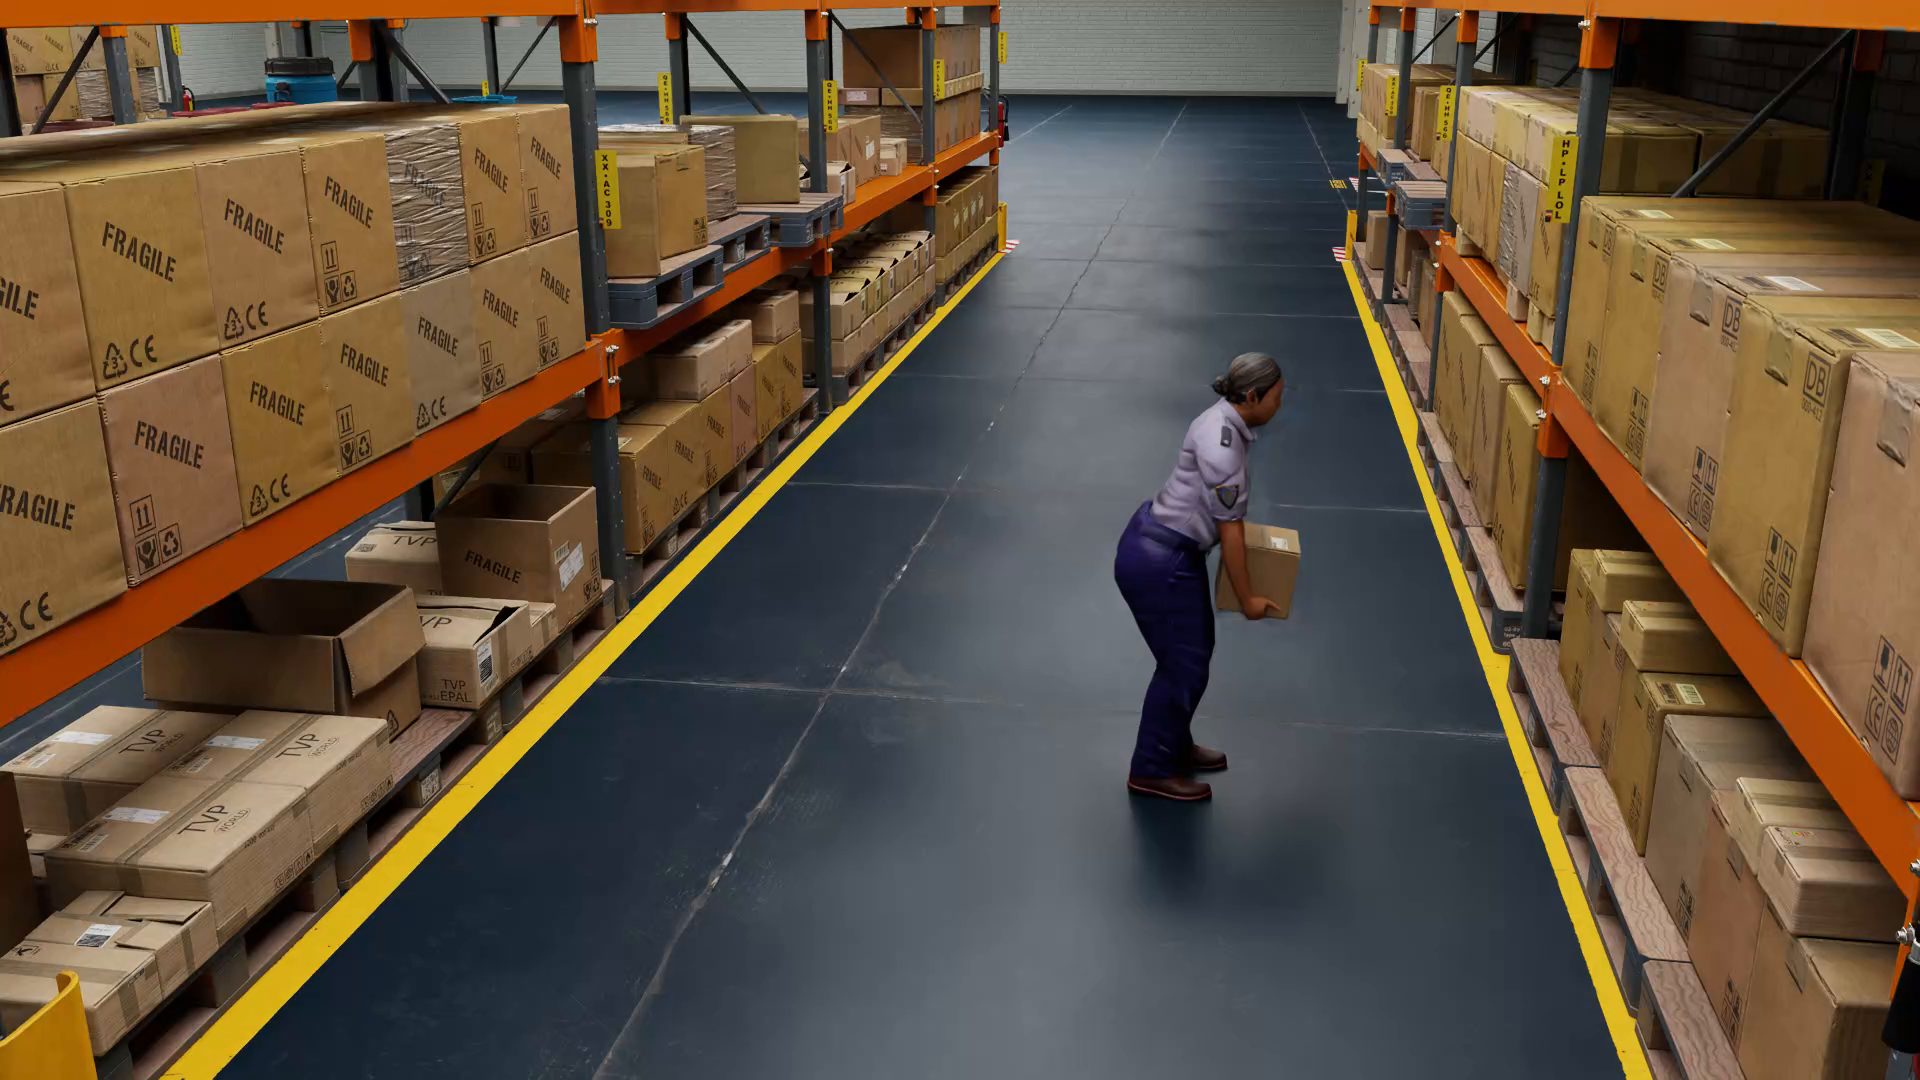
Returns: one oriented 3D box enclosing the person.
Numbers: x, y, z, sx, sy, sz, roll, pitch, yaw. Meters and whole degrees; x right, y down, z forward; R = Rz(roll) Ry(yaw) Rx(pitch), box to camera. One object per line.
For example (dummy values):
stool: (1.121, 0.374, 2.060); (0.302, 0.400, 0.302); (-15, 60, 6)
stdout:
person: (0.833, 0.120, 5.832); (0.576, 1.582, 0.438); (3, 18, 8)
